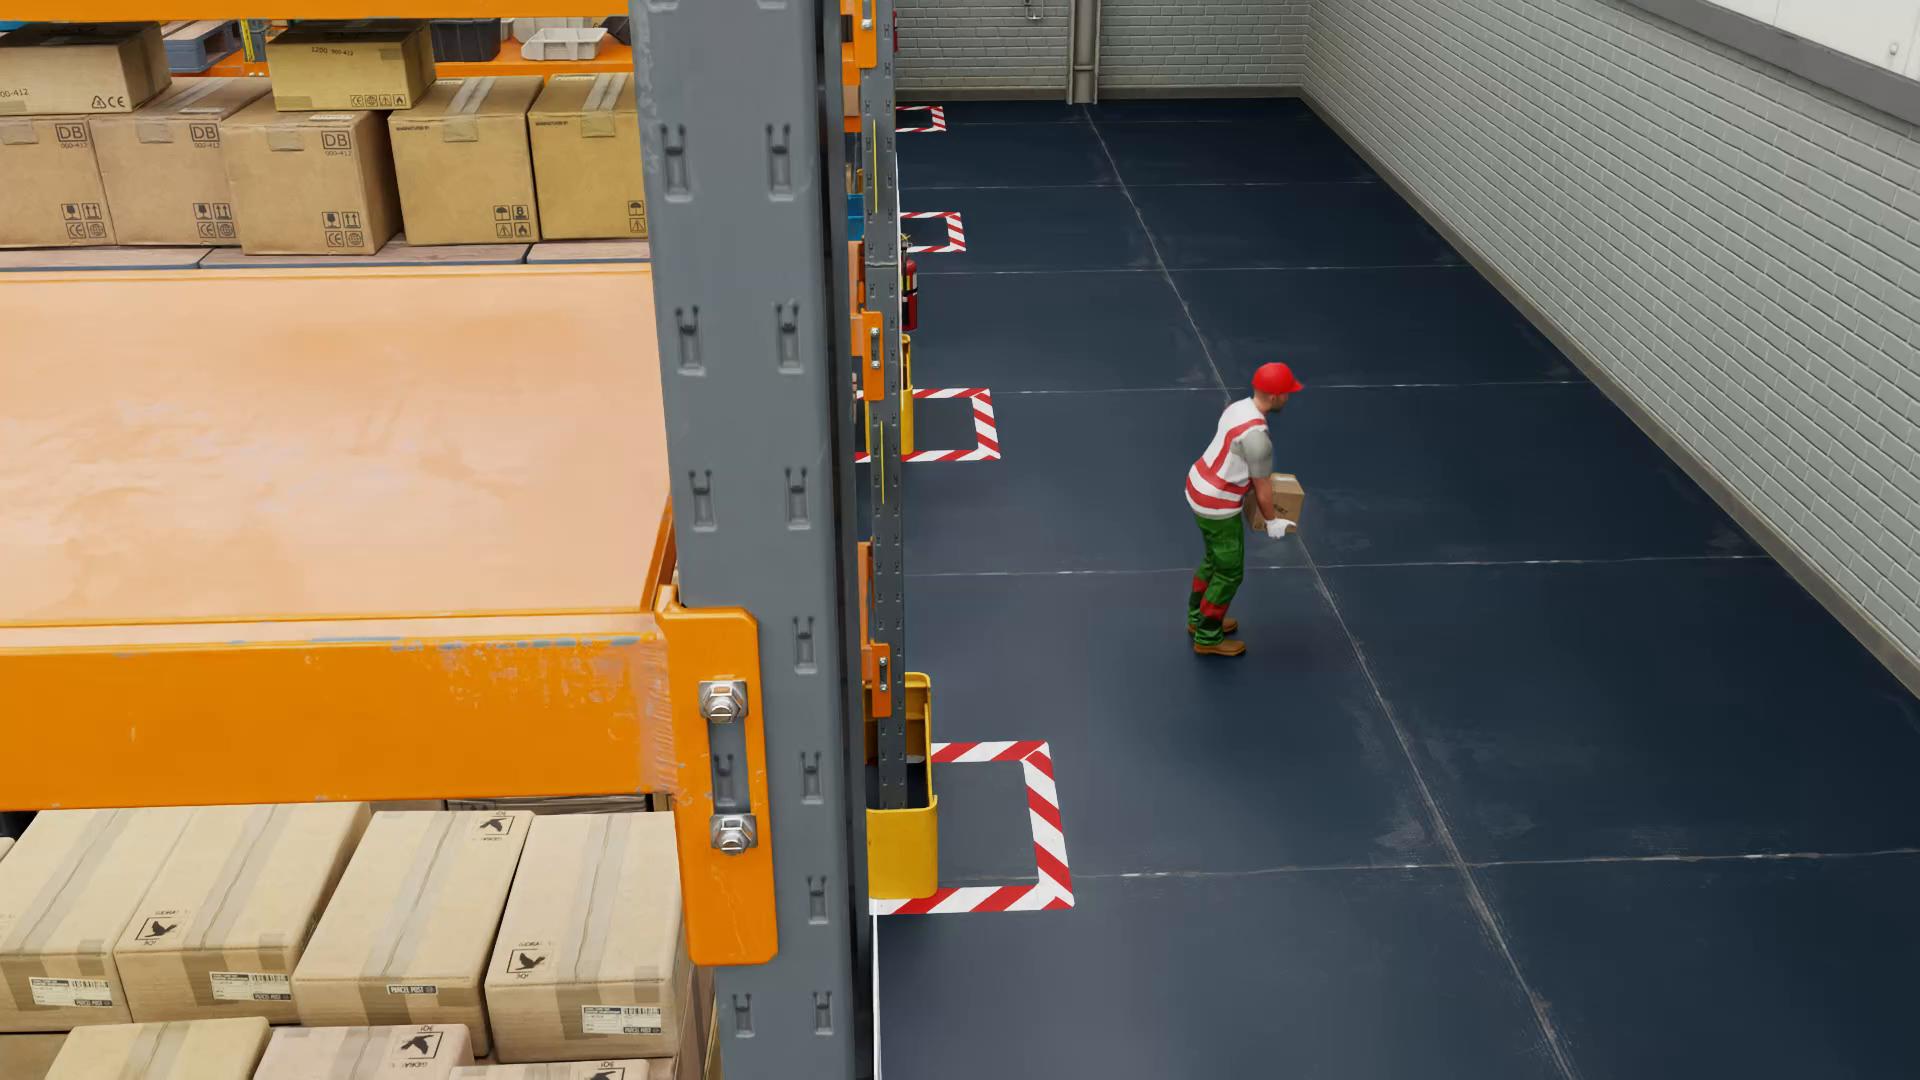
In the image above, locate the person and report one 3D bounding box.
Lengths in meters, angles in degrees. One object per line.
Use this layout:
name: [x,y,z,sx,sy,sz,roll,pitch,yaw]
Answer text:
person: [1.574,-0.184,9.378,0.603,1.725,0.483,-2,27,-4]
